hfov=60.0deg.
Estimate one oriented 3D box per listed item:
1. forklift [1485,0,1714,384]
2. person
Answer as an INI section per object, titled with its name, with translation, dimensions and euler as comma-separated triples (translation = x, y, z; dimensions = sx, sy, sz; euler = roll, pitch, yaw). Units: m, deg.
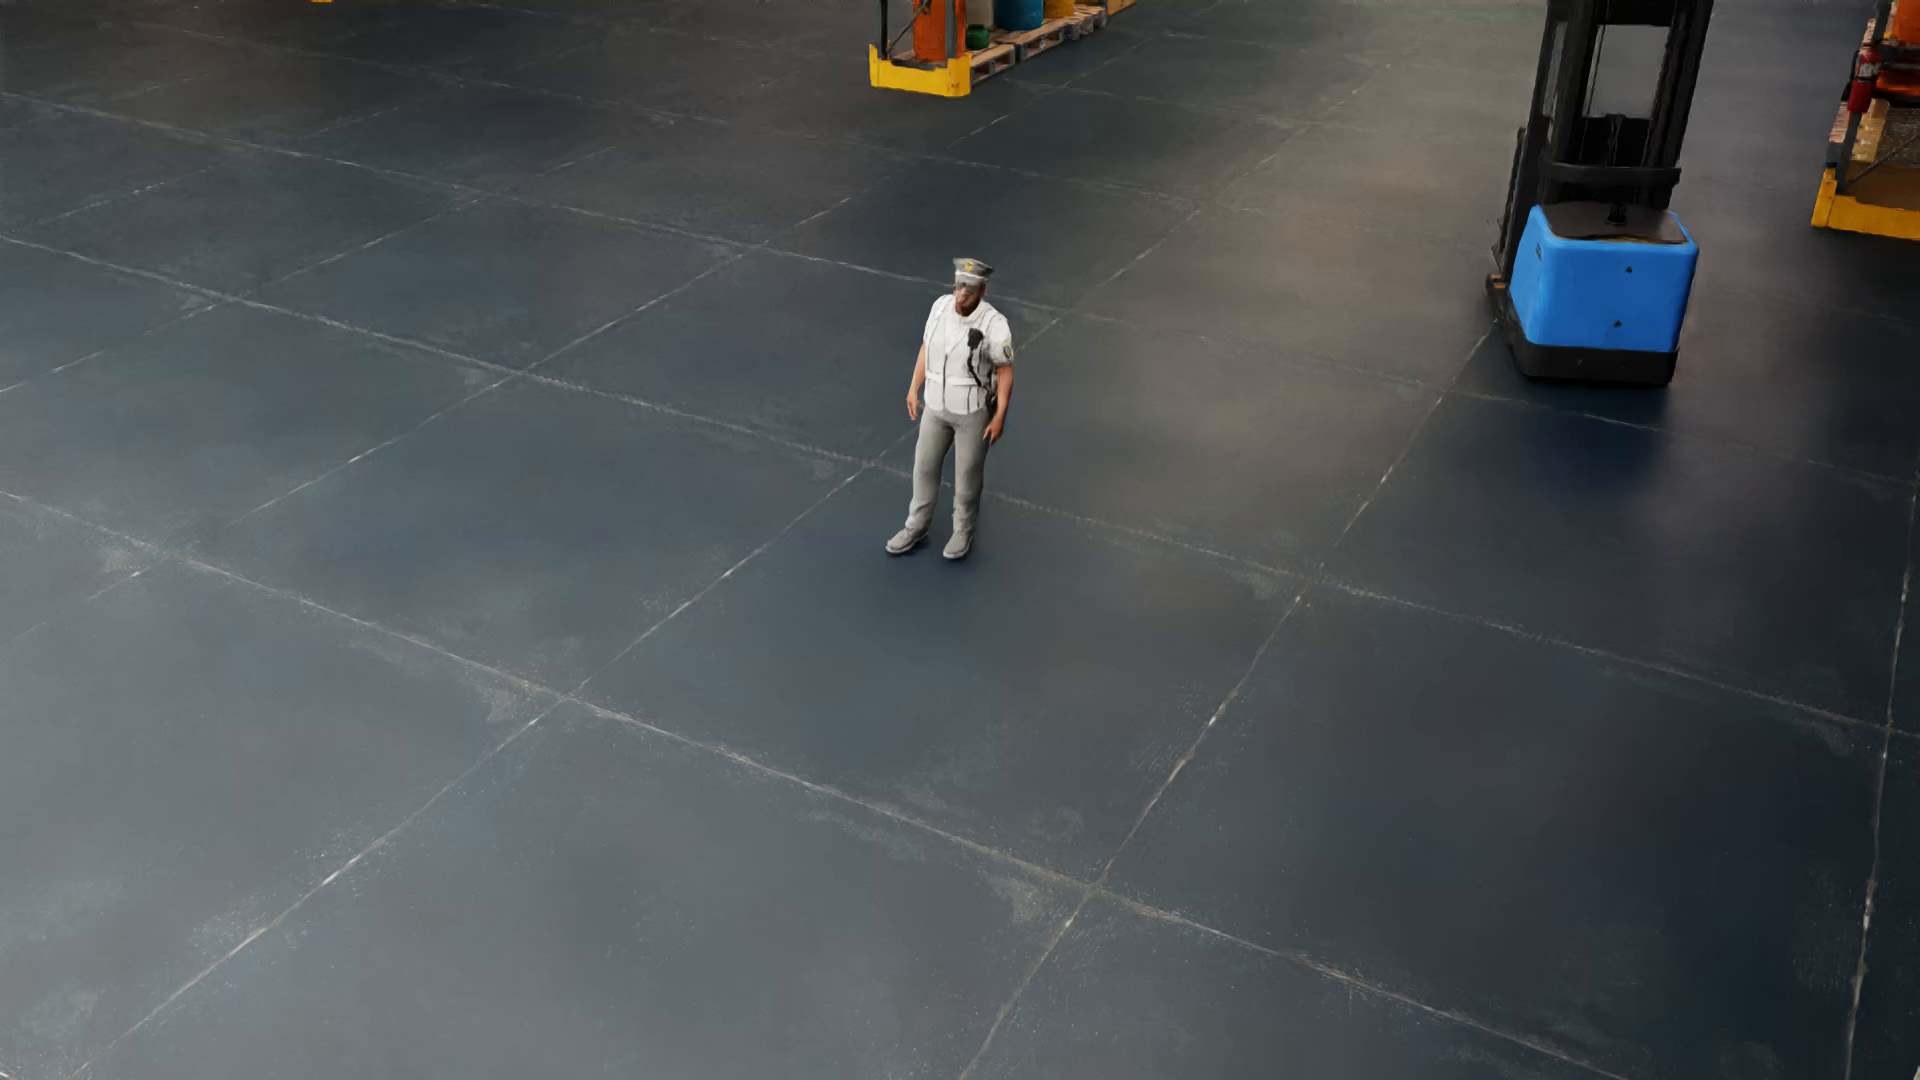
[forklift]
translation = 4.769, -3.092, 12.429
dimensions = 1.130, 2.935, 3.031
euler = 4, 30, 8
[person]
translation = -0.048, -0.748, 9.499
dimensions = 0.640, 1.781, 0.574
euler = 15, 33, 25
